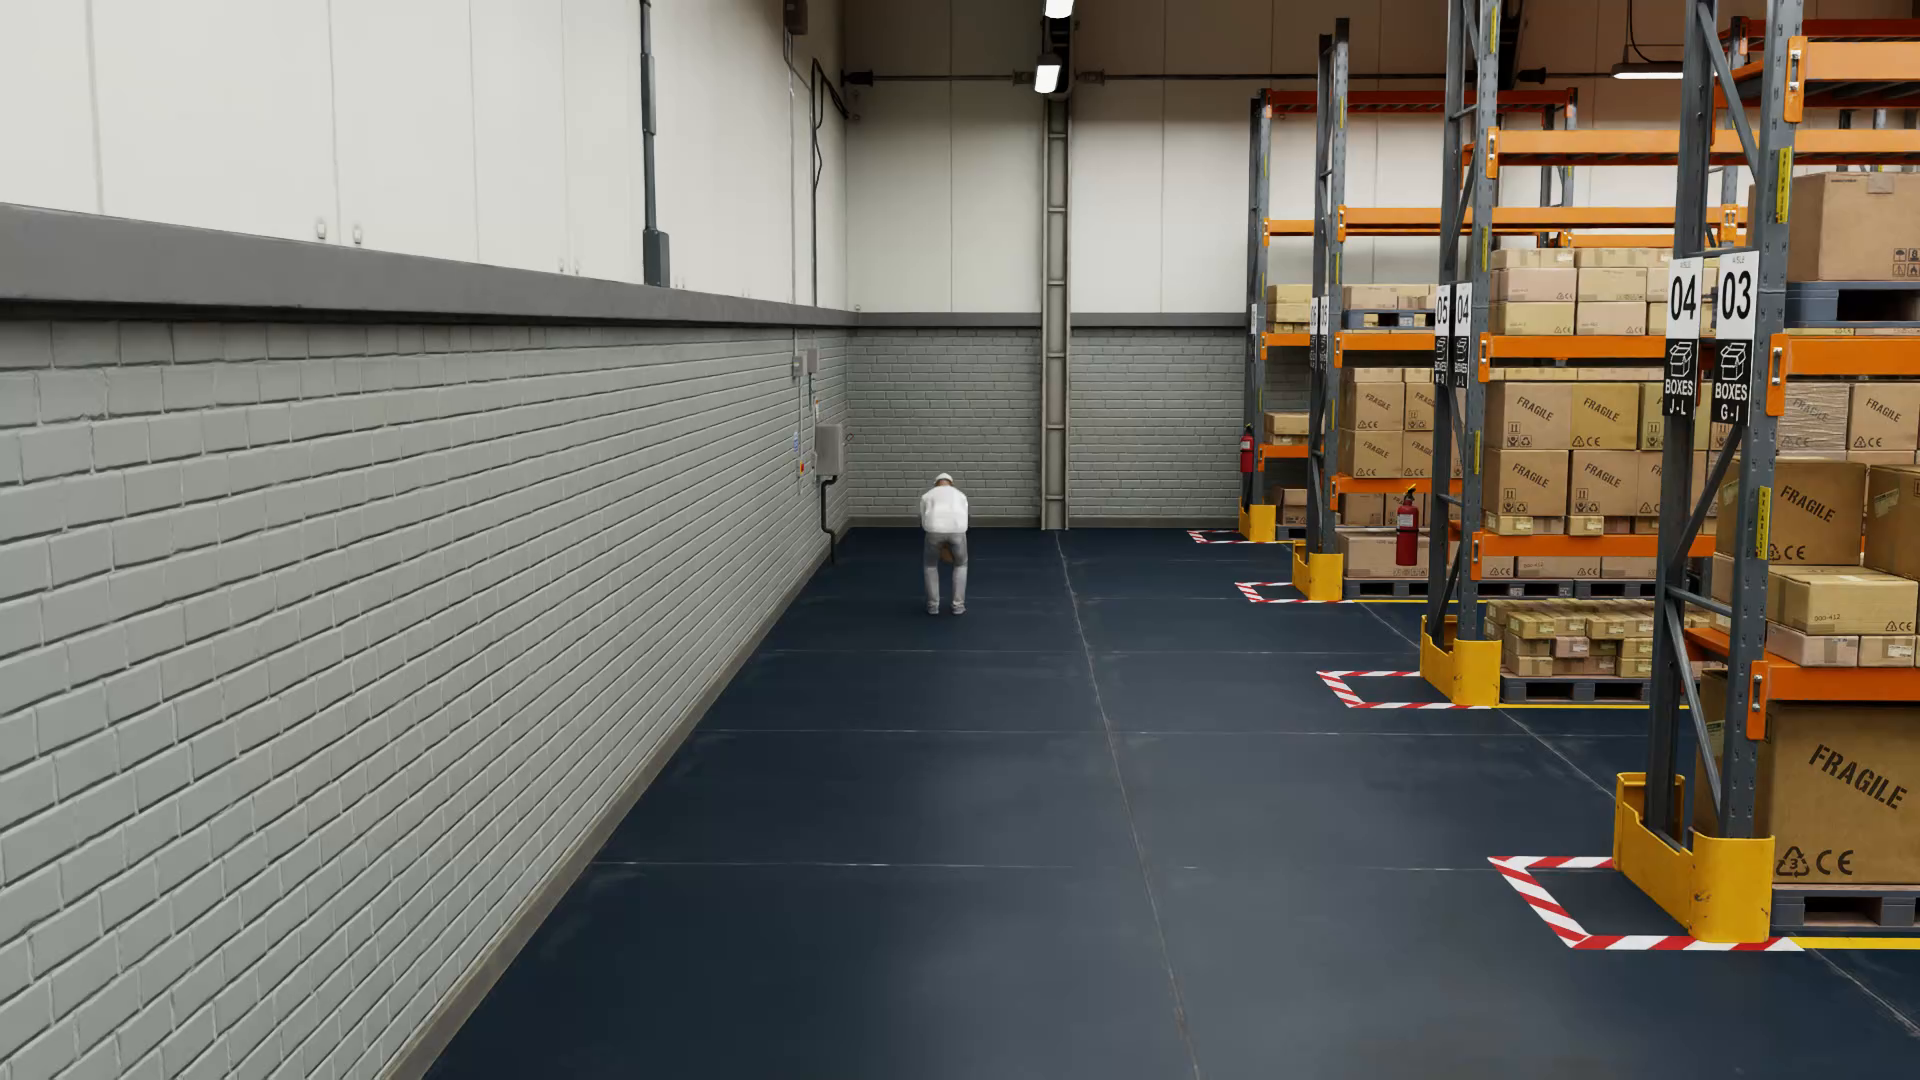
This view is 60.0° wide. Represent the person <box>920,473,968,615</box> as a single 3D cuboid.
[{"bbox_3d":[-0.164,0.030,16.984,0.490,1.376,0.898,0,7,-1],"label":"person"}]
